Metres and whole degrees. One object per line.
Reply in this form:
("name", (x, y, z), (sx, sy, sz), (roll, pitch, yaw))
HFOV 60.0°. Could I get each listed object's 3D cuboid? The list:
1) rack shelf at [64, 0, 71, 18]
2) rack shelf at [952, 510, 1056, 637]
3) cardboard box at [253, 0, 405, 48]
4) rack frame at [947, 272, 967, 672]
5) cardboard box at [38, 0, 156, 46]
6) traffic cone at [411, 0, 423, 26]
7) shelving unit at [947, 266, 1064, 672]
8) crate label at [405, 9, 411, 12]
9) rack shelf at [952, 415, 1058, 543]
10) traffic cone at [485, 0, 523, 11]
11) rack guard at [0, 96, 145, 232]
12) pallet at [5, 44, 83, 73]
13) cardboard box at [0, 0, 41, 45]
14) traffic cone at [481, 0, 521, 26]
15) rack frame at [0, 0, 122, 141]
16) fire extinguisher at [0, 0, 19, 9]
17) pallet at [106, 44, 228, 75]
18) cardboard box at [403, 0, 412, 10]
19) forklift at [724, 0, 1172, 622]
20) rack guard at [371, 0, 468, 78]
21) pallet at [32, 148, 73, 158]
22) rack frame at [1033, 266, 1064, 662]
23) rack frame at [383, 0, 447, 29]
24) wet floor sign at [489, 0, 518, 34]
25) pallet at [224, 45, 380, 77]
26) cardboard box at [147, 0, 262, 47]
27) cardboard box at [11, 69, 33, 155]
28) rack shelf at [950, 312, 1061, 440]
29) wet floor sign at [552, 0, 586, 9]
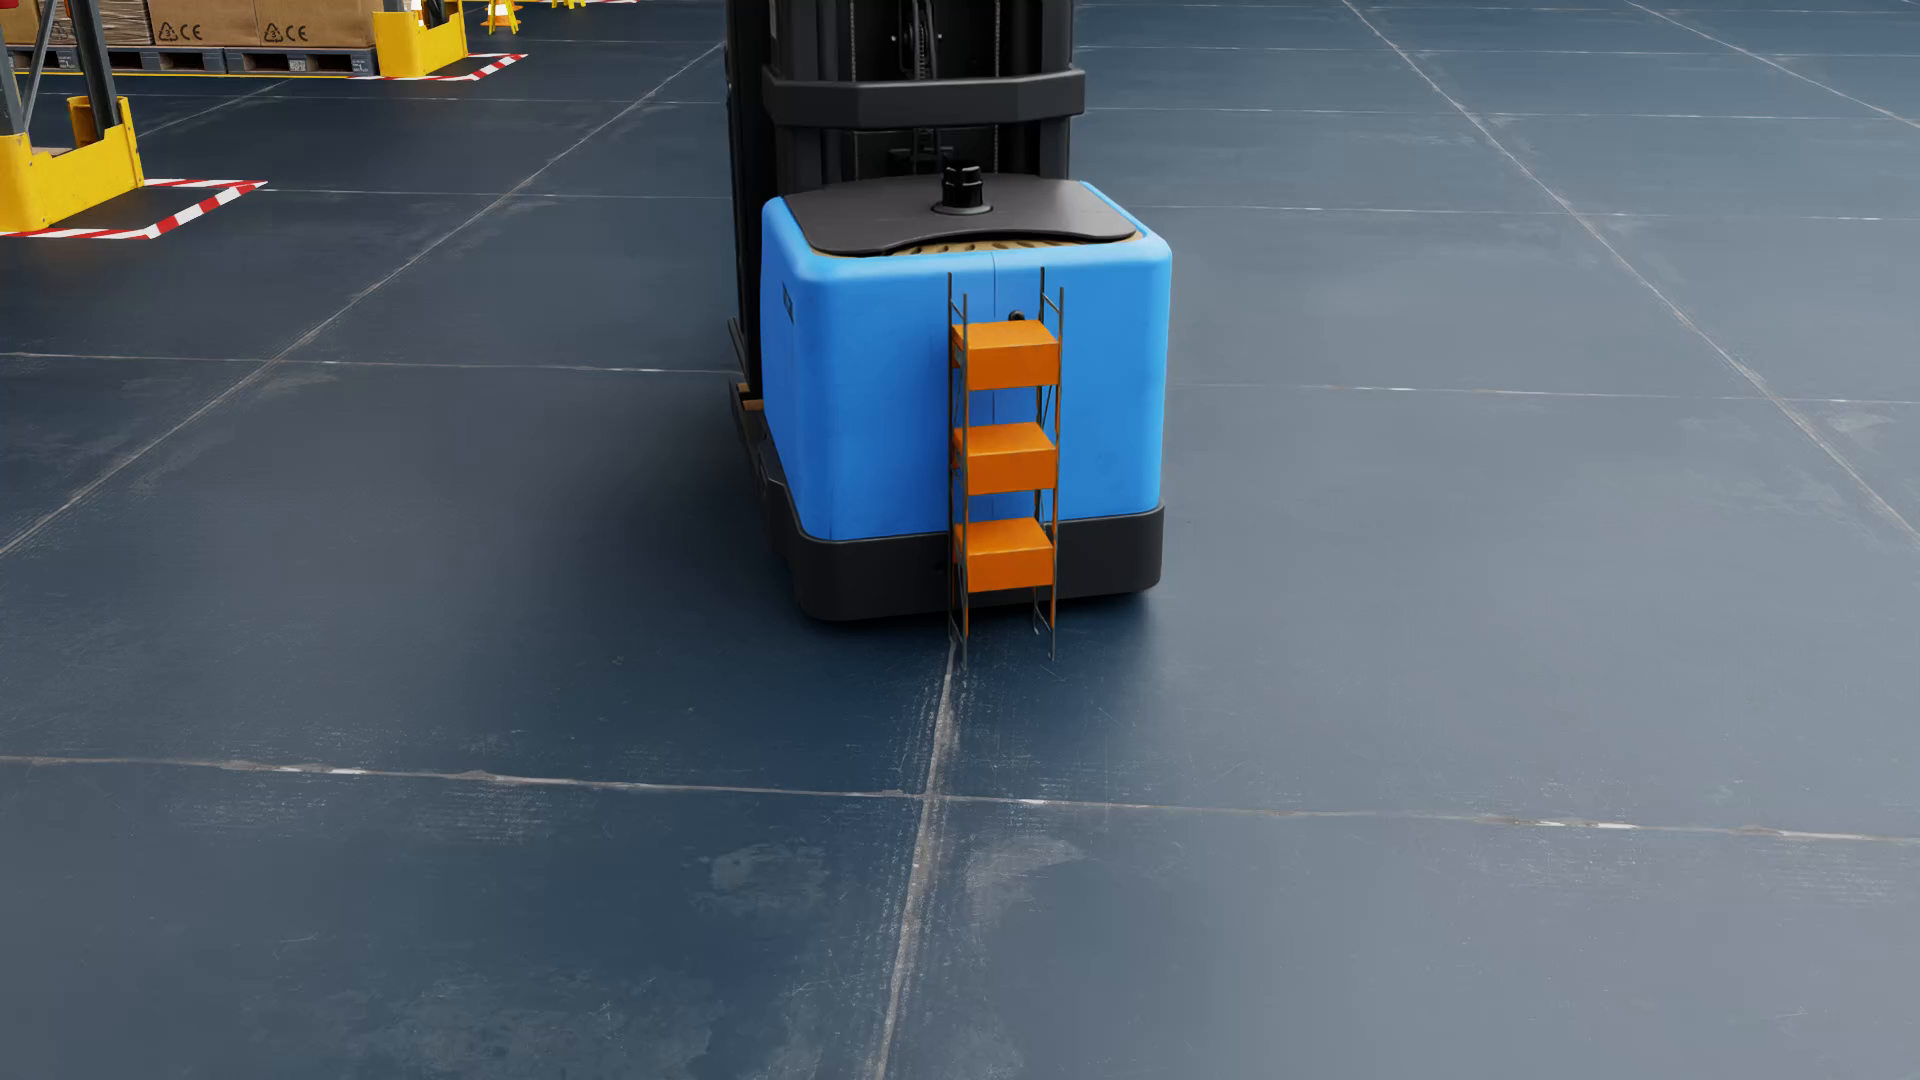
("rack shelf", (-6.932, -2.971, 8.979), (4.000, 0.370, 1.077), (2, 25, 4))
("rack shelf", (0.112, 0.089, 4.492), (0.240, 0.259, 0.215), (-5, 25, -11))
("cardboard box", (-5.138, -4.518, 13.519), (0.875, 0.875, 0.875), (2, 25, 4))
("rack frame", (-0.007, -0.162, 4.347), (0.008, 1.050, 0.200), (-5, 25, -11))
("cardboard box", (-6.925, -4.575, 13.644), (0.875, 0.875, 0.875), (2, 25, 4))
("traffic cone", (-4.878, -4.754, 15.029), (0.334, 0.463, 0.336), (2, 25, 4))
("shelving unit", (0.112, -0.173, 4.371), (0.252, 1.050, 0.215), (-5, 25, -11))
("crate label", (-5.241, -5.066, 16.095), (0.298, 0.136, 0.250), (-11, 27, -23))
("rack shelf", (0.112, -0.164, 4.375), (0.240, 0.259, 0.215), (-5, 25, -11))
("traffic cone", (-4.707, -5.688, 17.058), (0.334, 0.463, 0.336), (2, 25, 4))
("rack guard", (-5.013, -2.101, 9.218), (0.348, 0.500, 1.175), (2, 25, 4))
("pallet", (-7.693, -4.102, 13.913), (1.213, 0.211, 1.003), (2, 25, 4))
("cardboard box", (-7.824, -4.602, 13.703), (0.875, 0.875, 0.875), (2, 25, 5))
("traffic cone", (-4.453, -5.214, 16.029), (0.334, 0.463, 0.336), (2, 25, 4))
("rack frame", (-4.938, -3.234, 8.690), (0.127, 3.000, 1.000), (2, 25, 4))
("fire extinguisher", (-4.859, -3.003, 8.281), (0.183, 0.674, 0.296), (2, 25, 4))
("pallet", (-6.474, -4.064, 13.830), (1.213, 0.211, 1.003), (2, 25, 4))
("cardboard box", (-5.640, -5.269, 16.523), (0.250, 0.149, 0.380), (16, 29, 31))
("forklift", (-0.237, -1.697, 5.432), (1.130, 2.935, 3.031), (-5, 25, -11))
("rack guard", (-4.433, -4.162, 13.696), (0.348, 0.500, 1.175), (2, 25, 4))
("pallet", (-5.821, -2.010, 9.366), (1.213, 0.211, 1.003), (2, 25, 4))
("rack frame", (0.231, -0.185, 4.395), (0.008, 1.050, 0.200), (-5, 25, -11))
("rack frame", (-4.457, -5.298, 13.175), (0.127, 3.000, 1.000), (2, 25, 4))
("wet floor sign", (-4.277, -5.053, 15.459), (0.232, 0.644, 0.267), (-2, 25, -5))
("pallet", (-5.260, -4.024, 13.743), (1.213, 0.211, 1.003), (2, 25, 4))
("cardboard box", (-6.016, -4.545, 13.578), (0.875, 0.875, 0.875), (1, 25, 3))
("cardboard box", (-5.559, -2.316, 9.183), (0.500, 0.500, 0.500), (6, 25, 14))
("rack shelf", (0.112, -0.422, 4.257), (0.240, 0.259, 0.215), (-5, 25, -11))
("wet floor sign", (-4.072, -5.843, 17.176), (0.232, 0.644, 0.267), (11, 27, 22))
